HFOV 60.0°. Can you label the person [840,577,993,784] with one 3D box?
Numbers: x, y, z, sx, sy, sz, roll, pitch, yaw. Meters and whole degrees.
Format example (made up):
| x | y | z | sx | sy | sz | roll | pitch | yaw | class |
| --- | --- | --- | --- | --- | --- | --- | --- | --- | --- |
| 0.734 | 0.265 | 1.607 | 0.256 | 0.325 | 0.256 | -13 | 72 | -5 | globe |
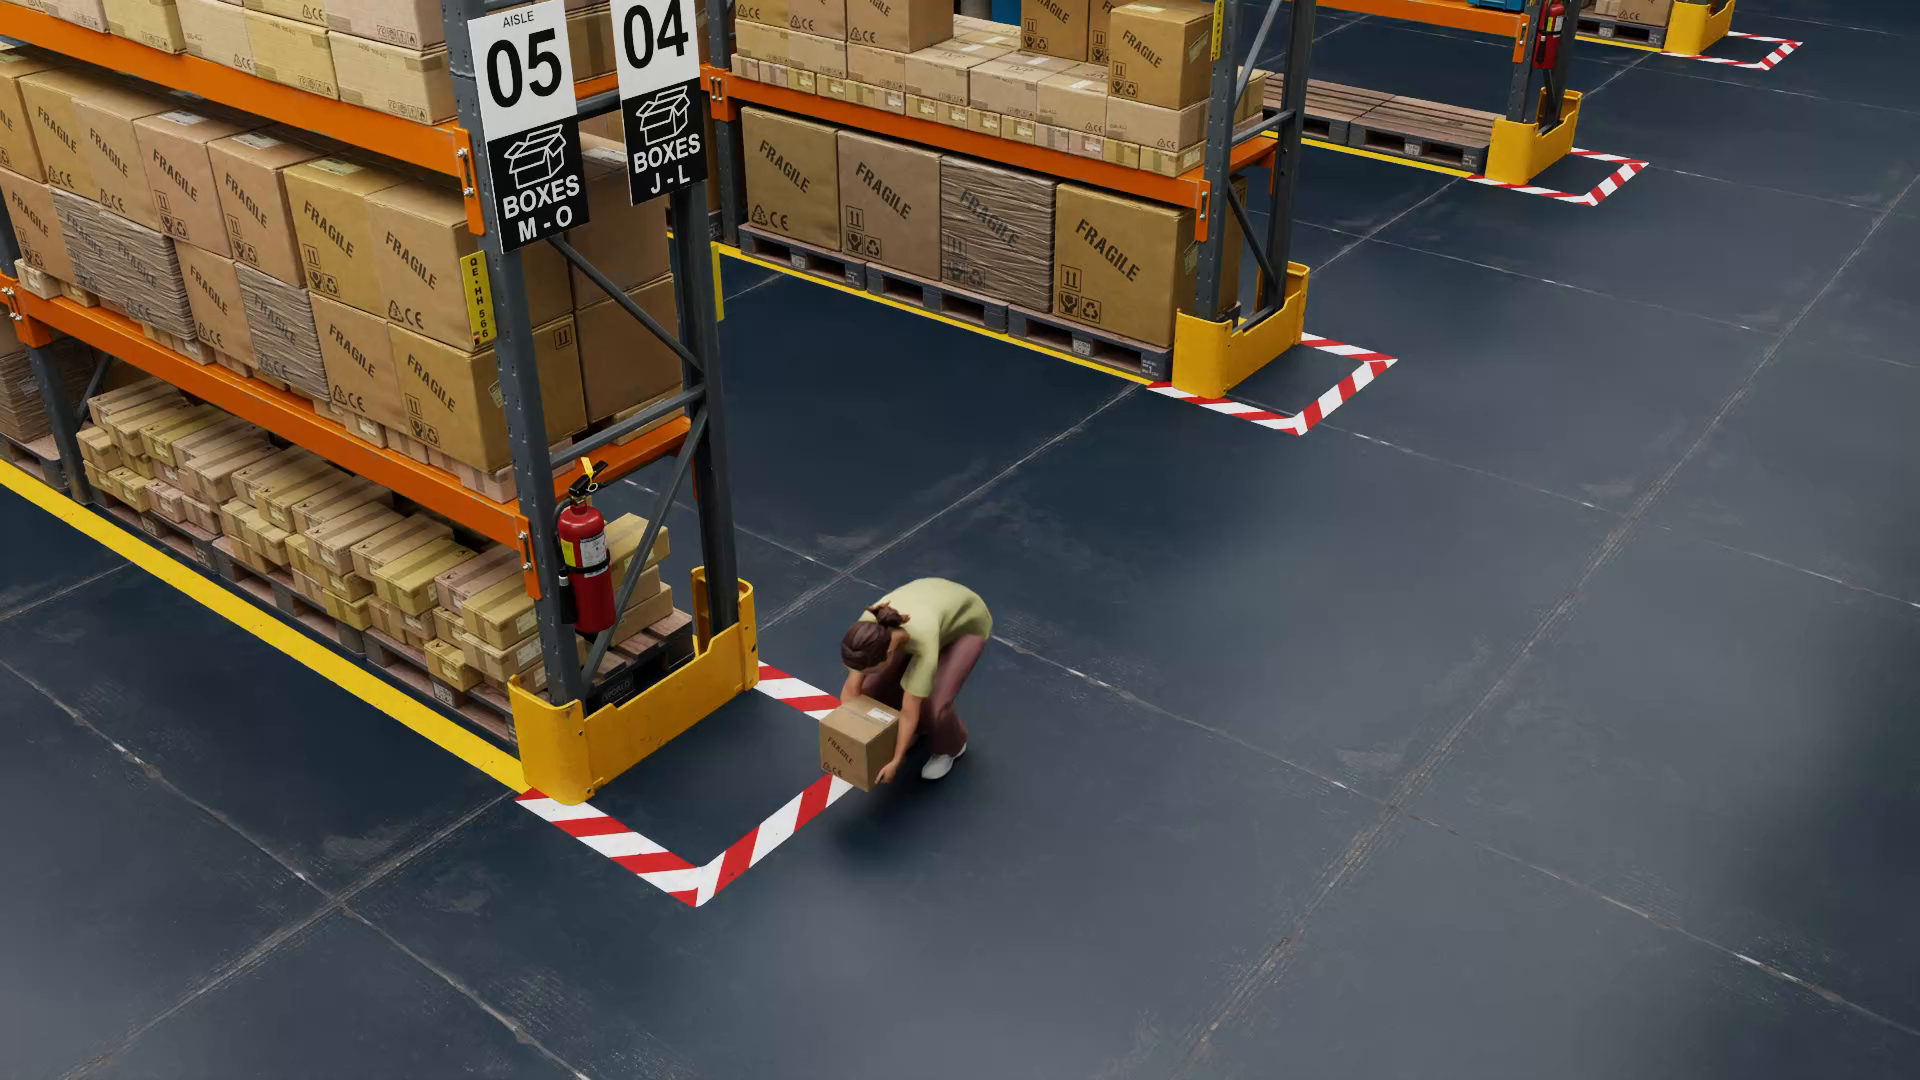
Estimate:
| x | y | z | sx | sy | sz | roll | pitch | yaw | class |
| --- | --- | --- | --- | --- | --- | --- | --- | --- | --- |
| -0.203 | 0.569 | 6.909 | 0.459 | 0.935 | 0.846 | 21 | 37 | 30 | person |
